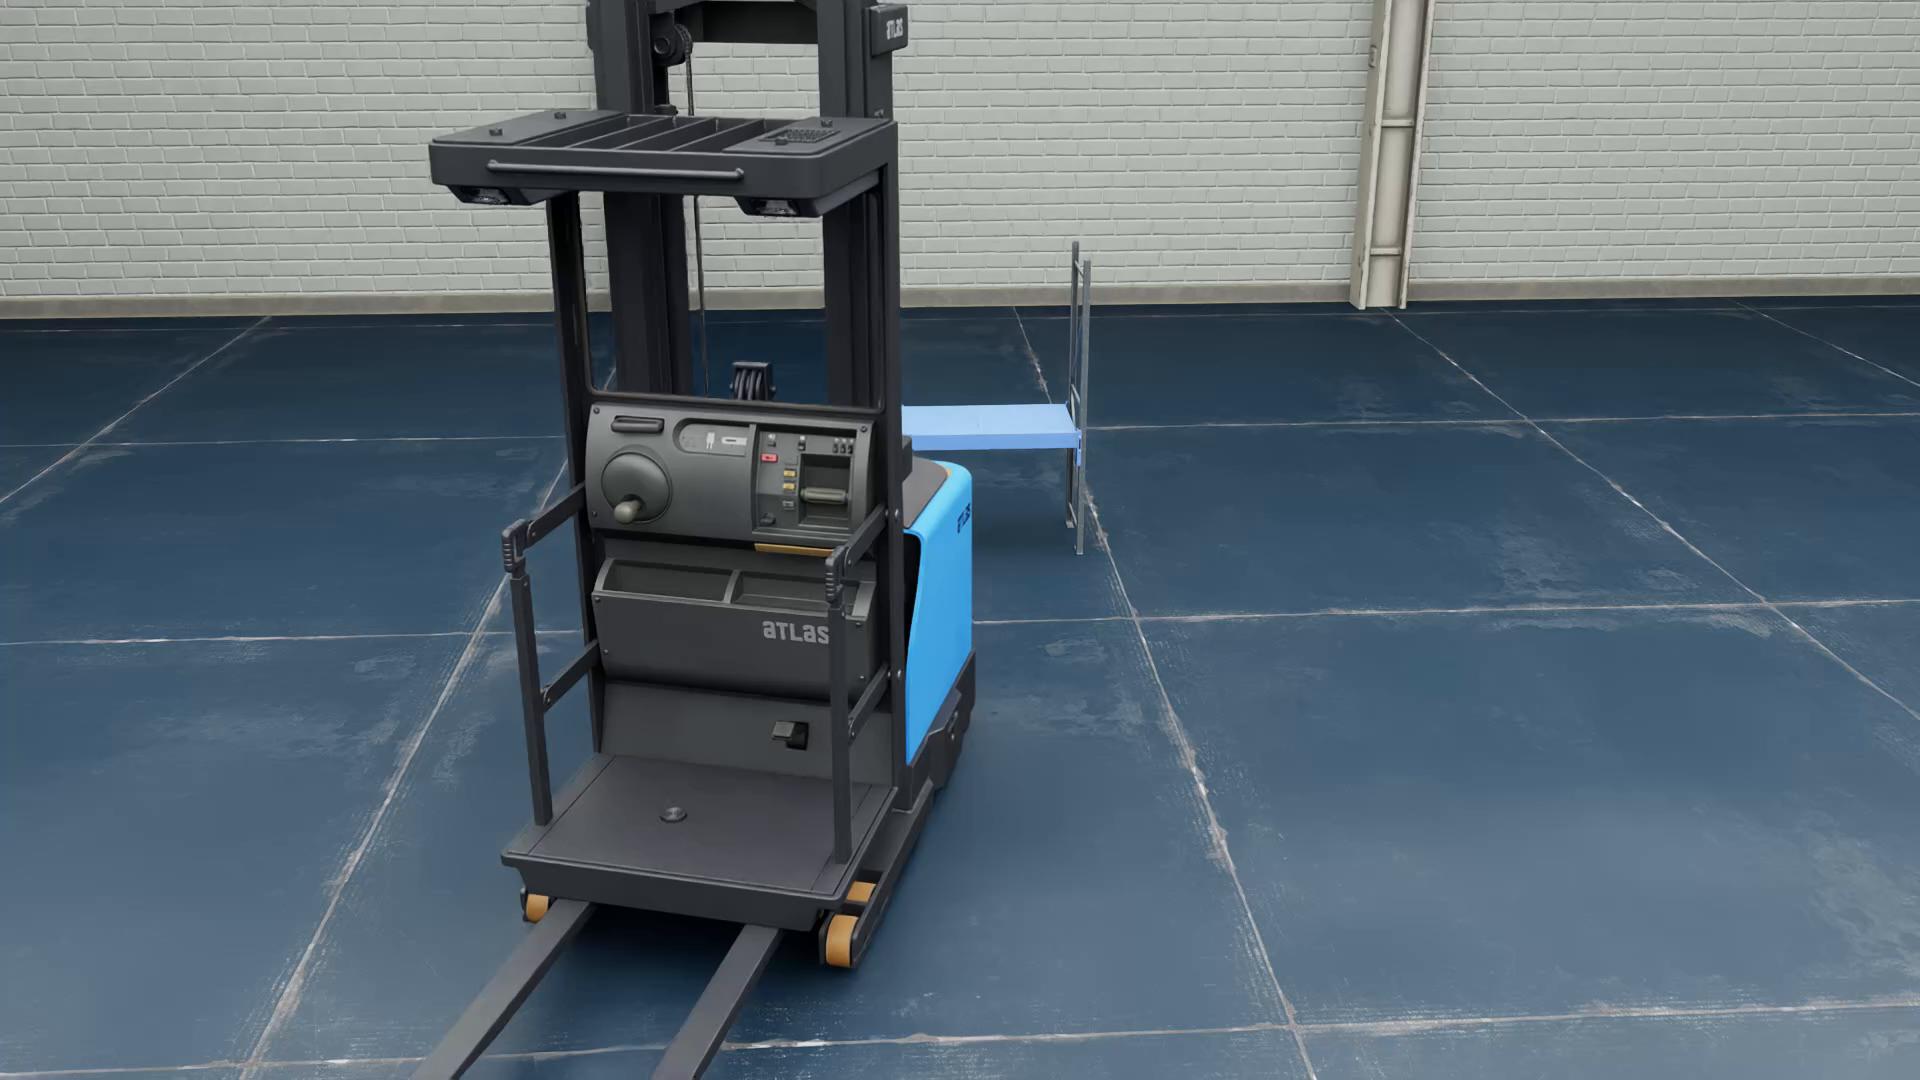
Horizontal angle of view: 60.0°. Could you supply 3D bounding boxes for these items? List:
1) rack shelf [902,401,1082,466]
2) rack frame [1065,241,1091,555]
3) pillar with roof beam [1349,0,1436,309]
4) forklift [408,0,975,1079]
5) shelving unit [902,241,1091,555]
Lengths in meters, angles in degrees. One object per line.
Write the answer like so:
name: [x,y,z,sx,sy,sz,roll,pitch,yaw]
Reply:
rack shelf: [0.085,-0.535,8.423,1.000,0.185,0.538,-1,21,-3]
rack frame: [0.593,-0.713,8.386,0.032,1.500,0.500,-1,21,-3]
pillar with roof beam: [3.687,-4.619,8.107,0.400,9.000,9.100,-1,21,-3]
forklift: [-0.776,-0.193,5.009,1.130,2.935,3.031,5,21,12]
shelving unit: [0.085,-0.703,8.359,1.048,1.500,0.538,-1,21,-3]
